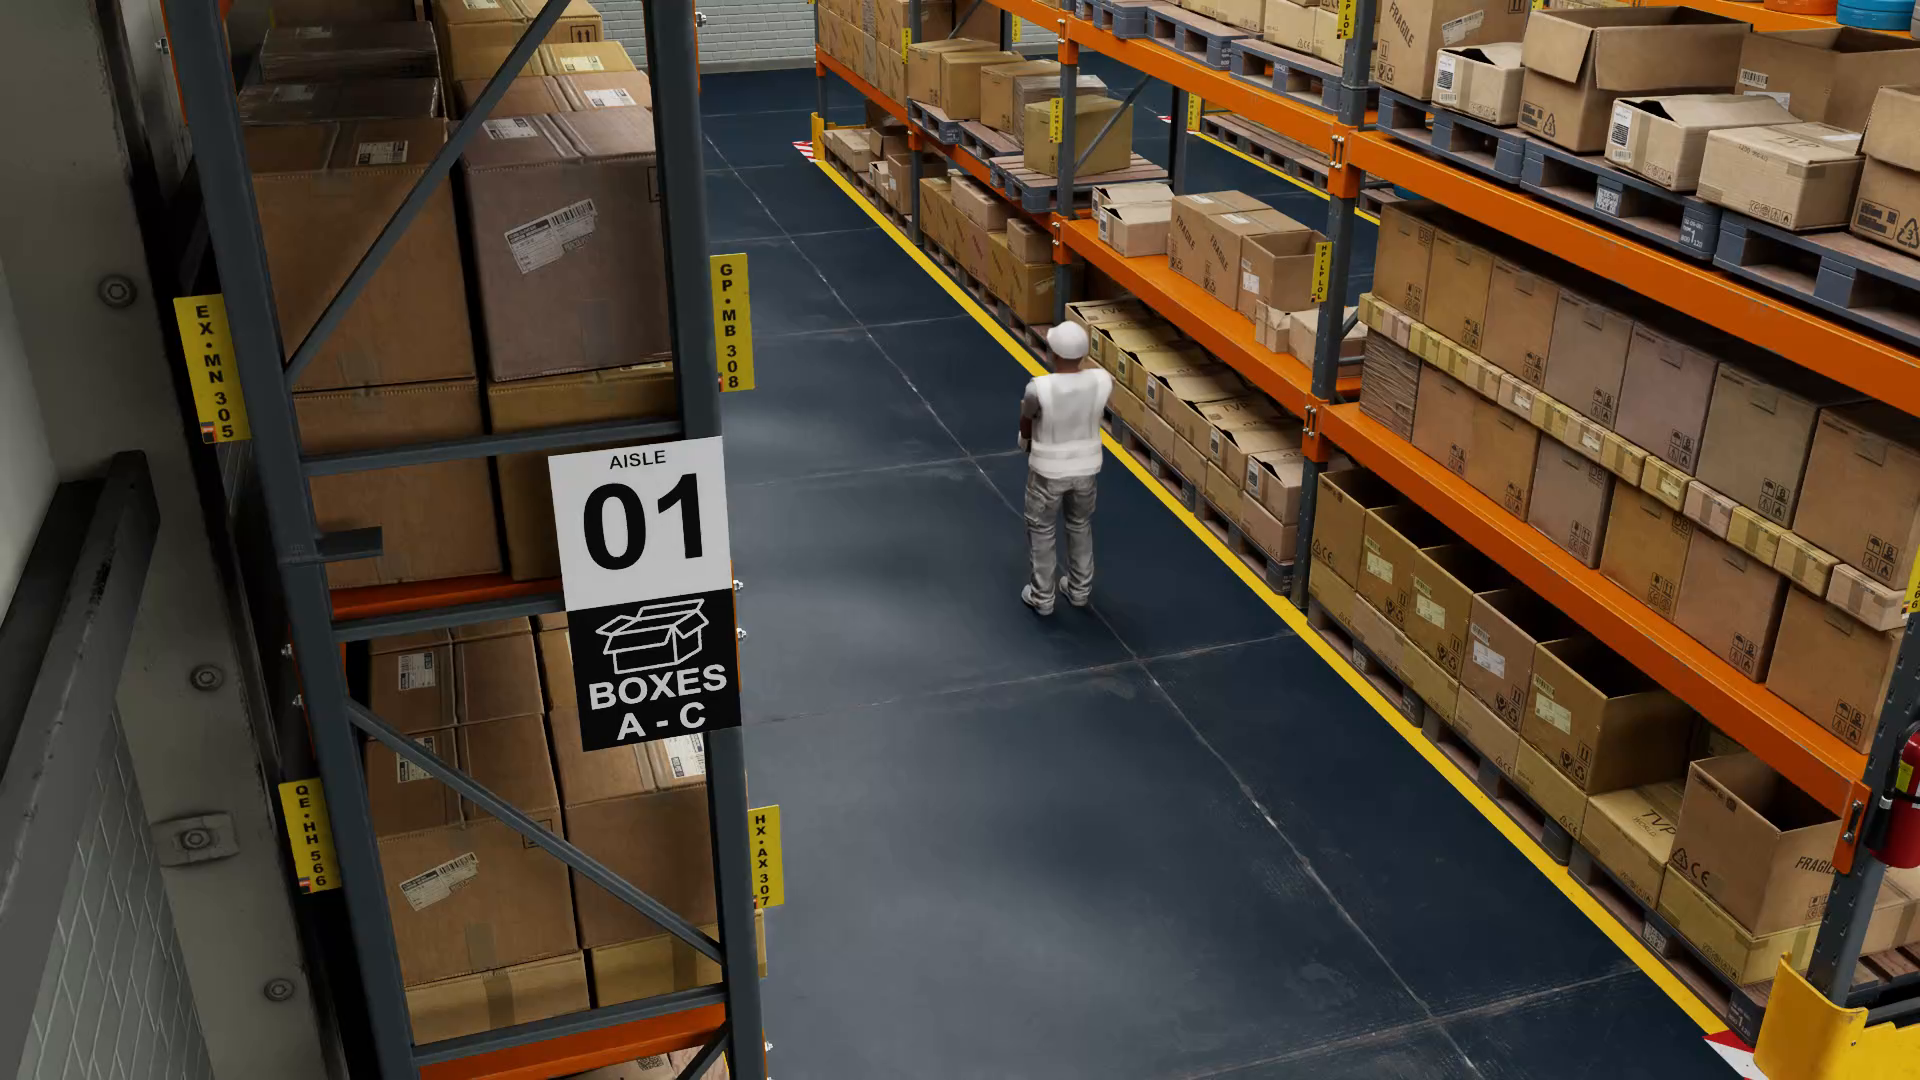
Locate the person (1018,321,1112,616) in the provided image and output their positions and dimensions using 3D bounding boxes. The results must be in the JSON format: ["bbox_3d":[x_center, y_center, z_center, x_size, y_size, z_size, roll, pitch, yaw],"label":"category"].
[{"bbox_3d":[0.551,-0.449,9.514,0.487,1.778,0.584,-8,27,-16],"label":"person"}]
